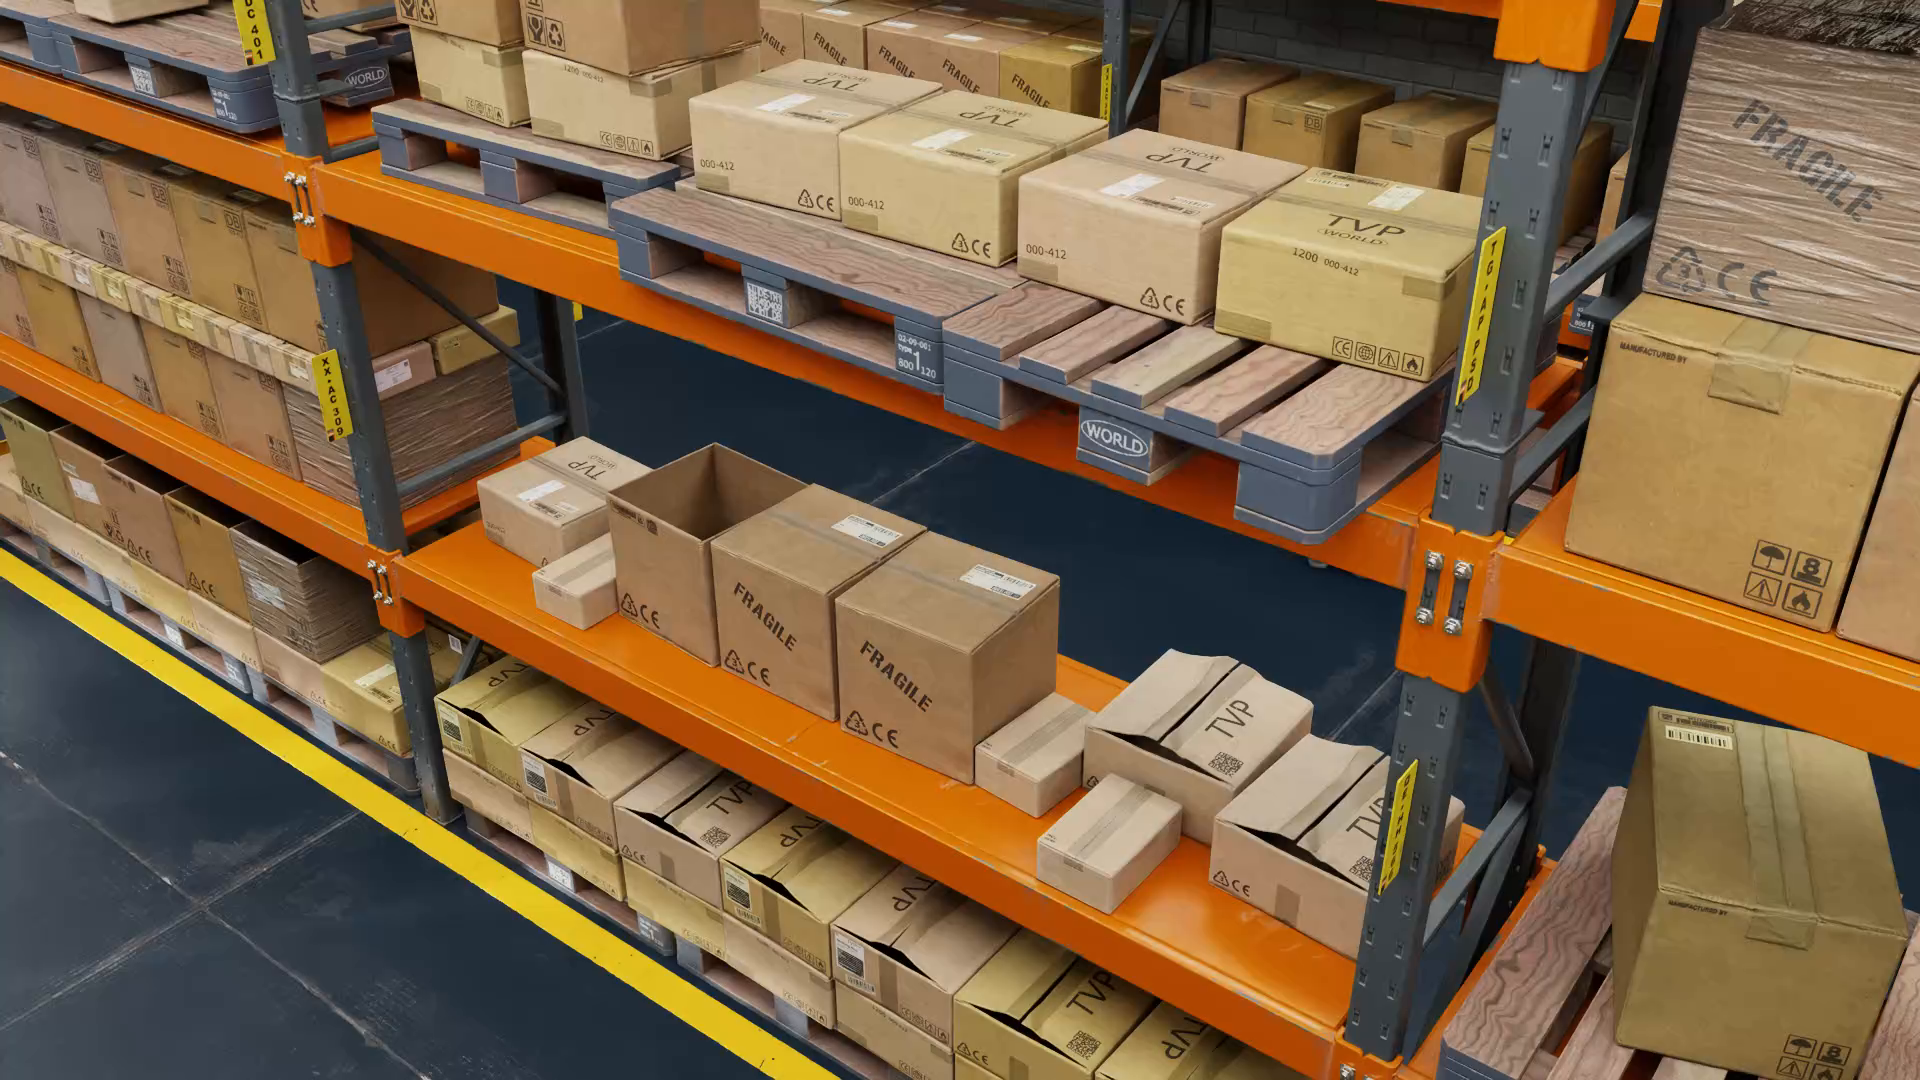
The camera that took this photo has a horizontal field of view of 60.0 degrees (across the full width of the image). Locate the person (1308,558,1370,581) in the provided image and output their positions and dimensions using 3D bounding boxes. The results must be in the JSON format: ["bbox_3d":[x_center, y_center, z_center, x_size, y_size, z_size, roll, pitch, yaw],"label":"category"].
[{"bbox_3d":[1.983,-0.646,8.195,0.538,1.794,0.380,19,36,29],"label":"person"}]
